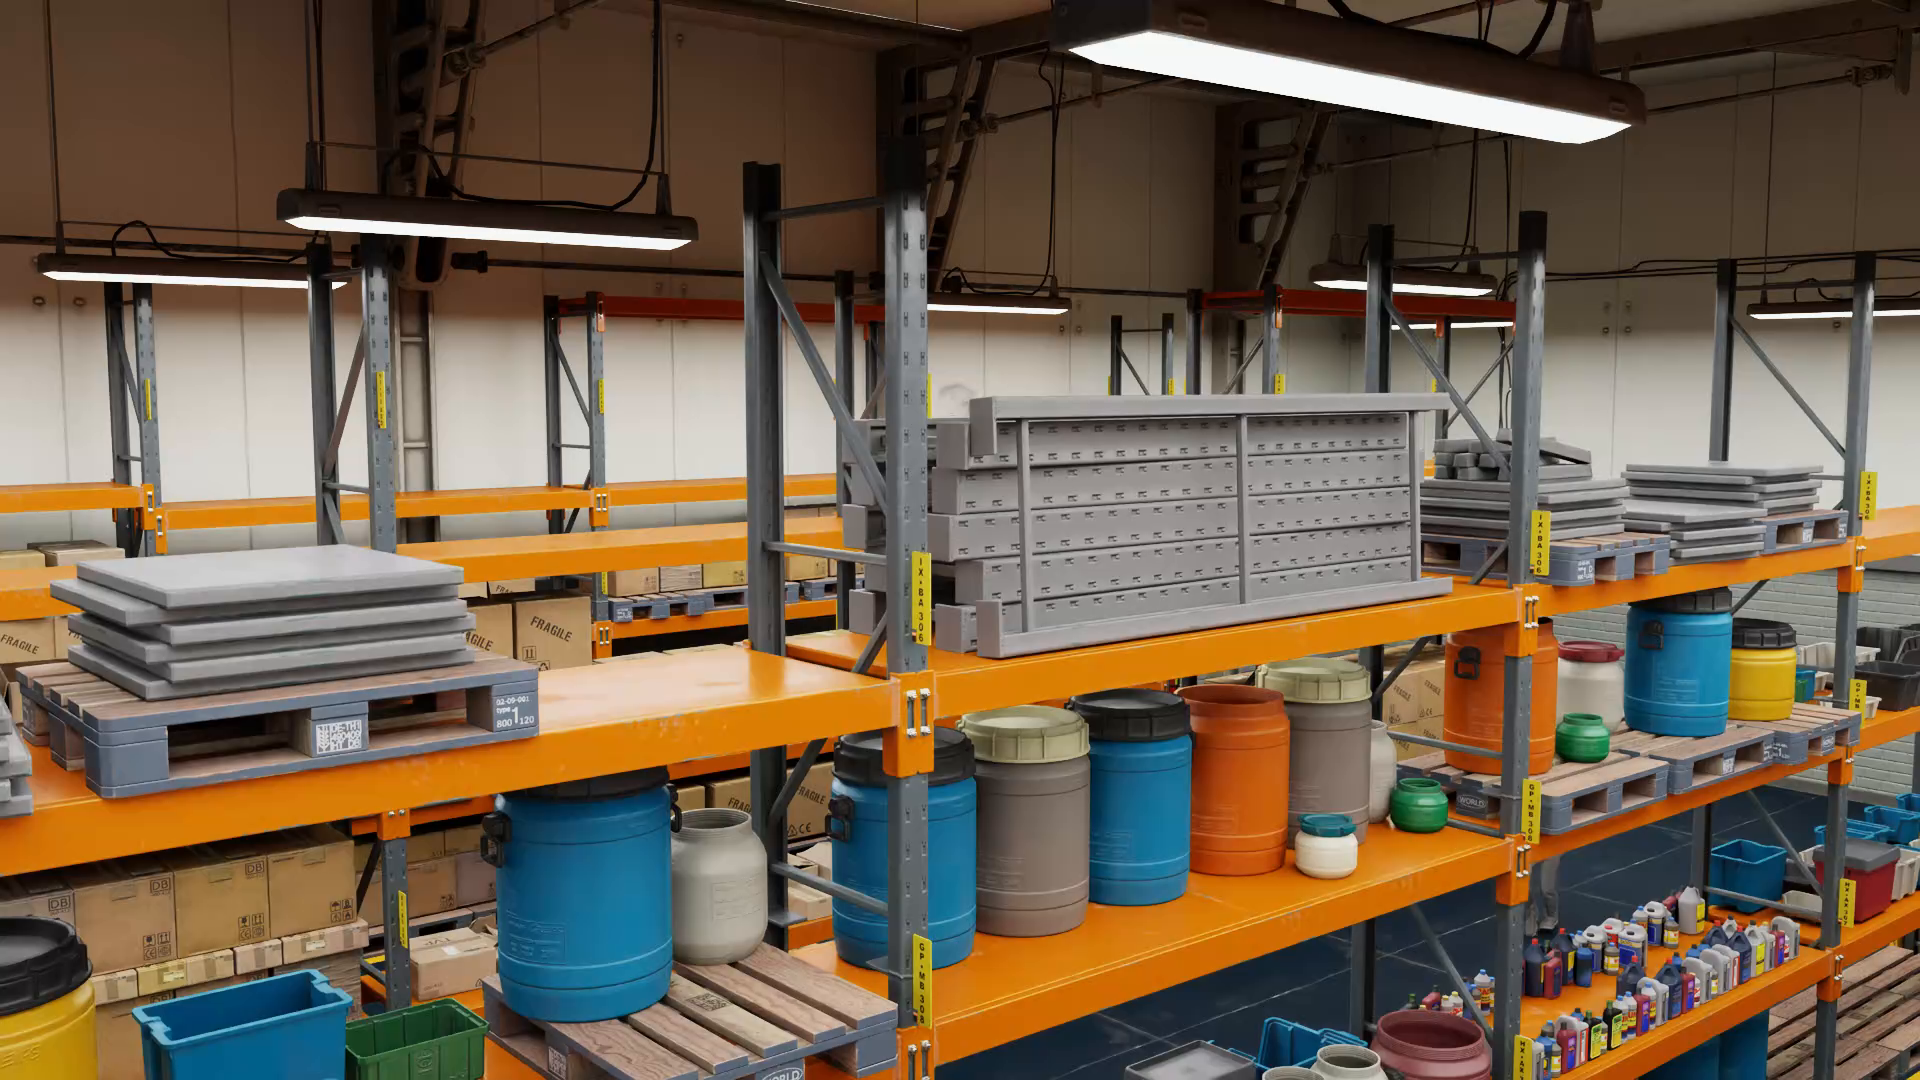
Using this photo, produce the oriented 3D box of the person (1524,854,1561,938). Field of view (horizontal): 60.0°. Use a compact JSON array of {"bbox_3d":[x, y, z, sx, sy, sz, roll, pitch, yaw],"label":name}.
[{"bbox_3d":[5.365,2.860,15.402,0.532,1.662,0.755,4,7,37],"label":"person"}]
